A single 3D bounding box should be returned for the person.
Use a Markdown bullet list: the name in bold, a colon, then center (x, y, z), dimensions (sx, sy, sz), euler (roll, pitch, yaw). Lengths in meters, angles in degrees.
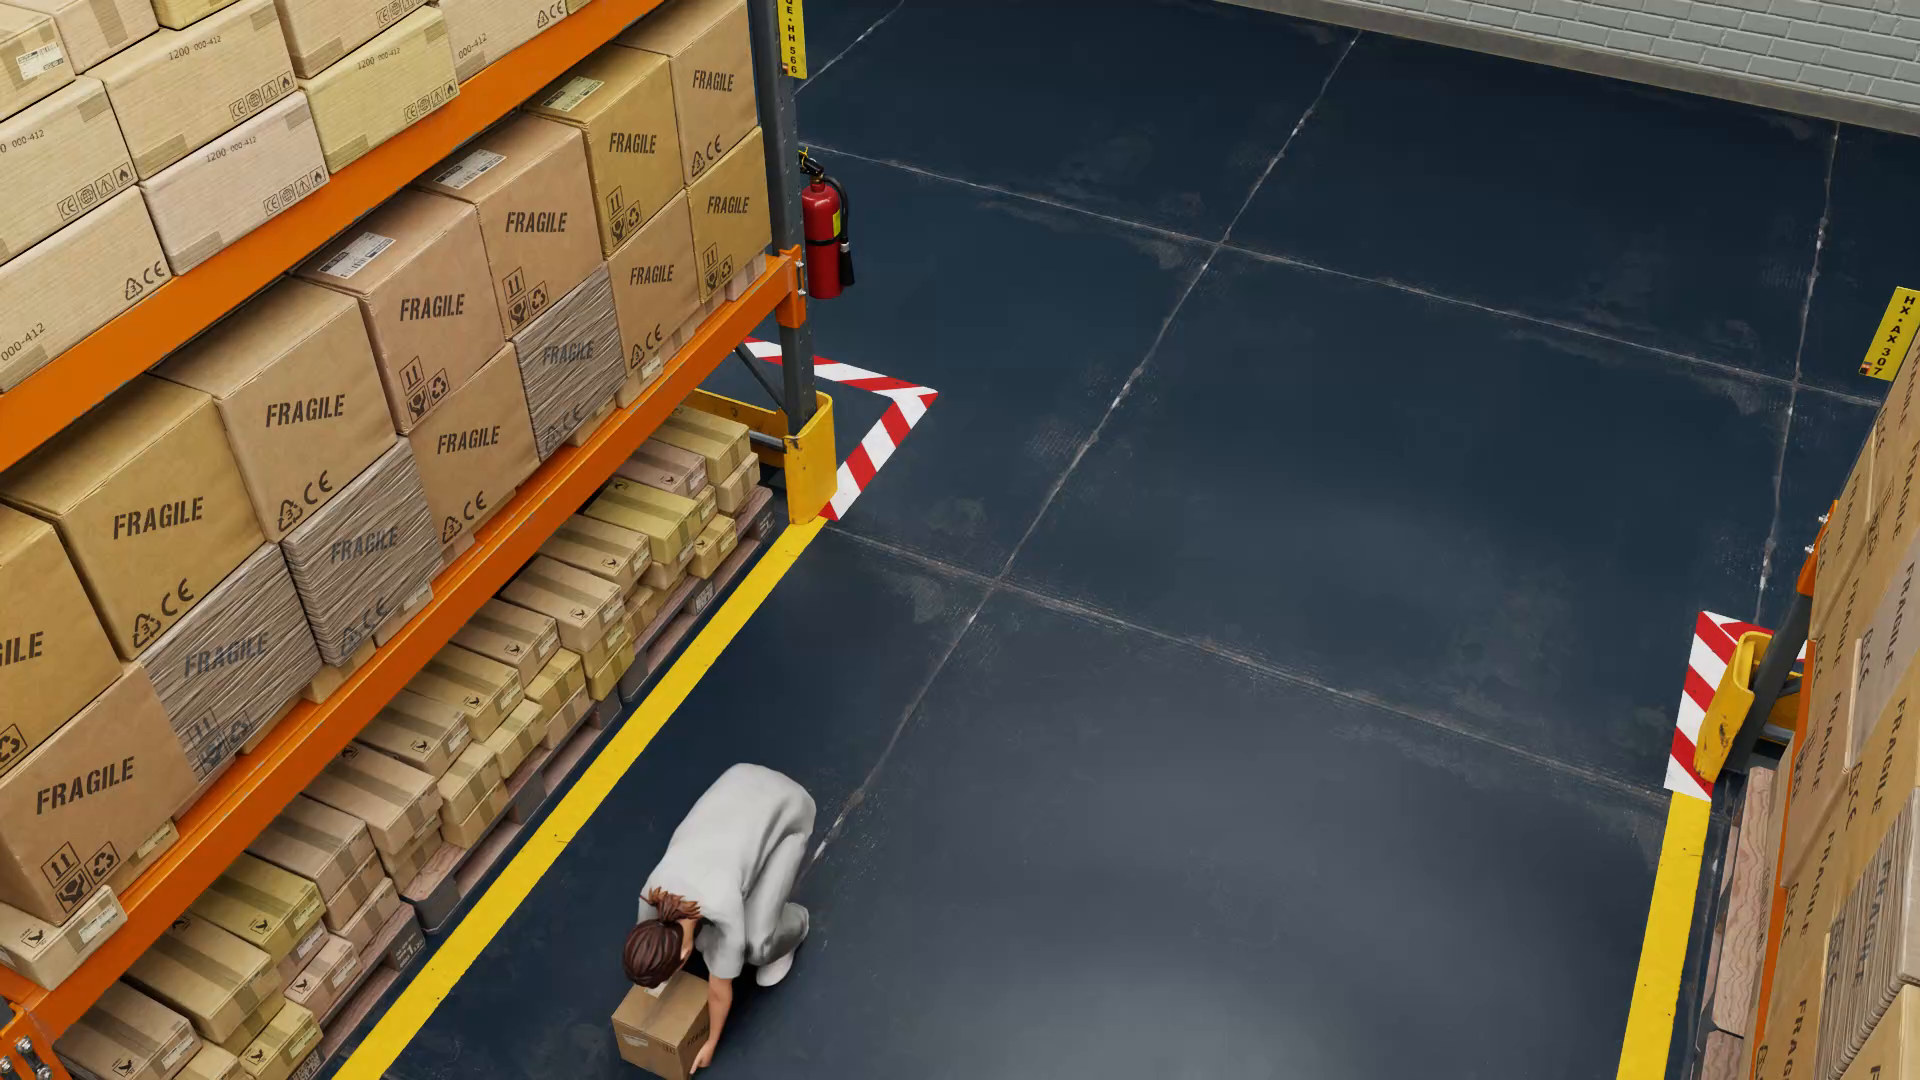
- **person**: center (-0.796, 1.229, 5.505), dimensions (0.466, 0.768, 0.866), euler (21, 46, 21)
